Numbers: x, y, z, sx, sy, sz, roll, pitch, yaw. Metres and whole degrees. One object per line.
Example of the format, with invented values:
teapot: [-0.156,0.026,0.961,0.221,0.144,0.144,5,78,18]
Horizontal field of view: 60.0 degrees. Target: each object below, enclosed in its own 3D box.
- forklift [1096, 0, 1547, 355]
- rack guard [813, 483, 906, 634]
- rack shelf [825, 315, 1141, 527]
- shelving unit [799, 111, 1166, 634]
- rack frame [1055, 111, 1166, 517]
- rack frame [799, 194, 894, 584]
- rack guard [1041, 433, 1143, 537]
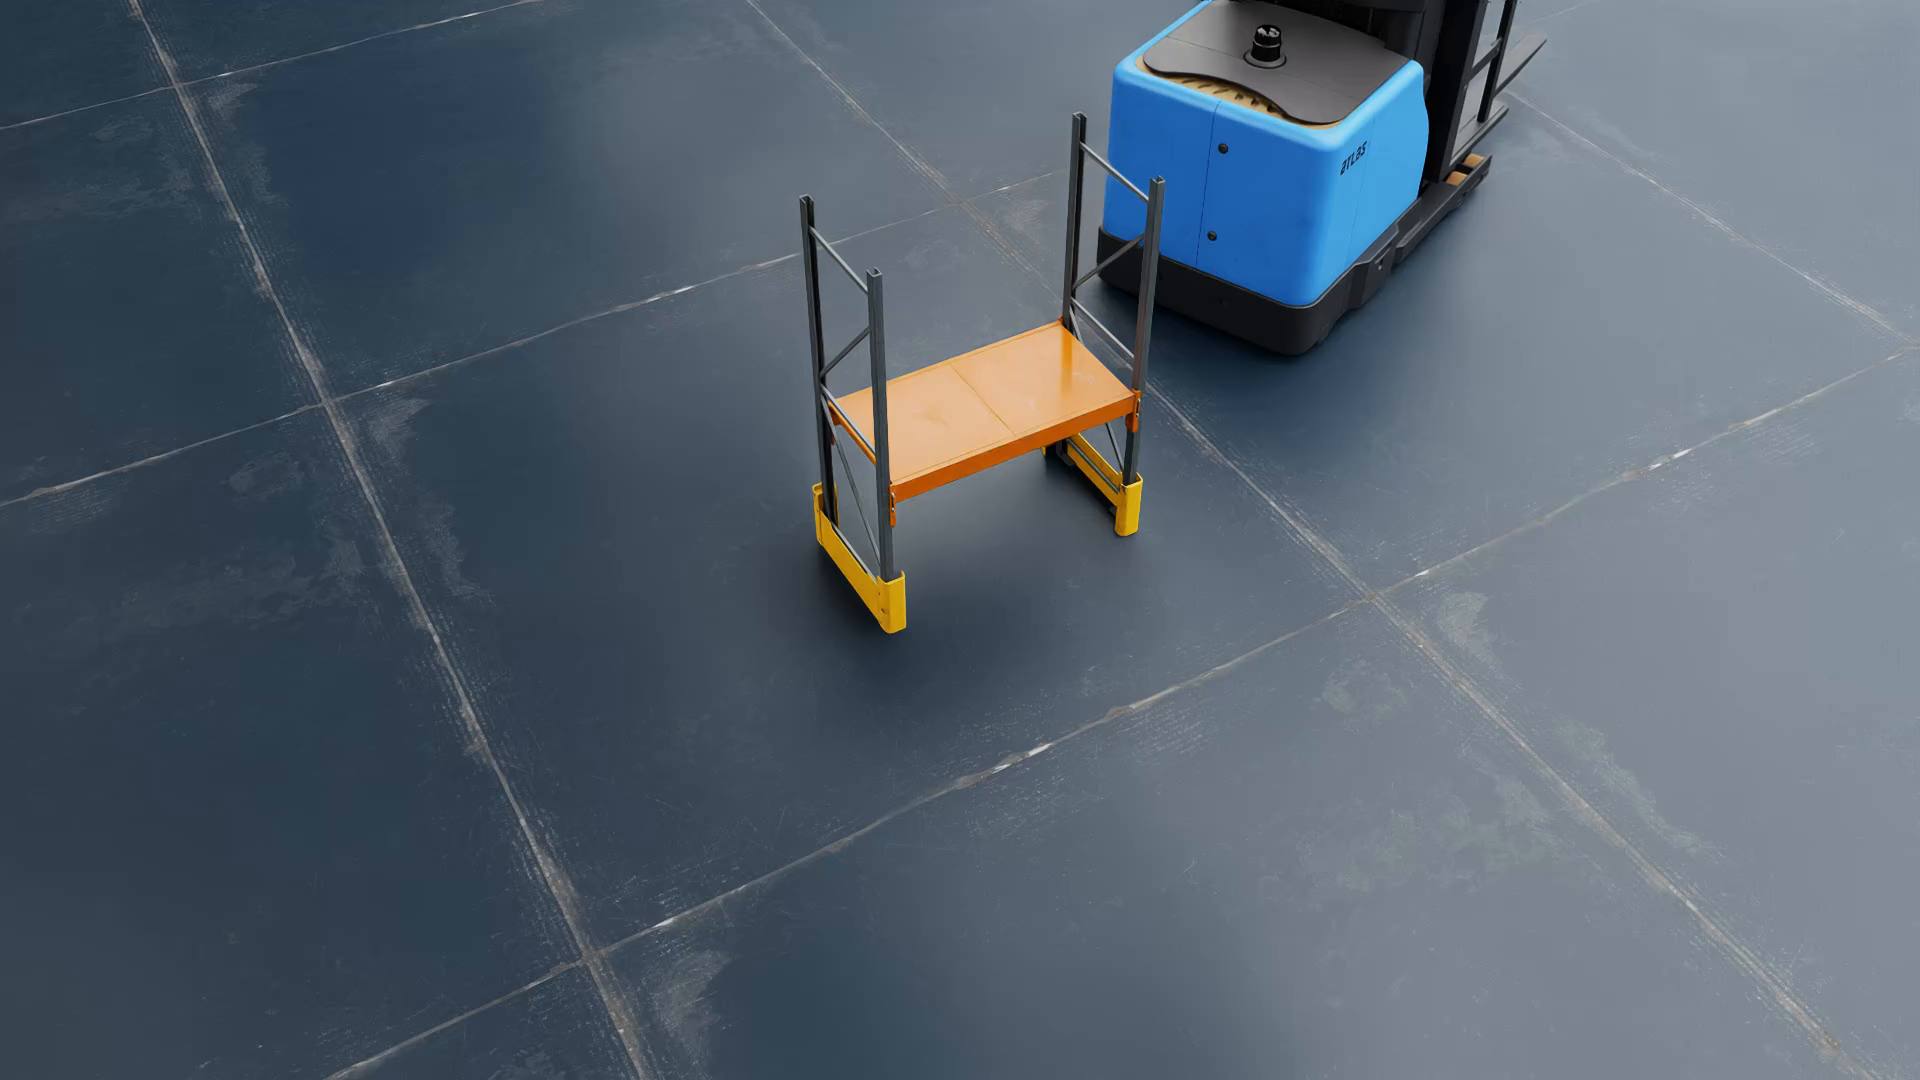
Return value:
forklift: [1.882,-2.809,7.039,1.130,2.935,3.031,27,50,25]
rack guard: [-0.366,0.057,6.012,0.087,0.250,0.587,-22,48,-21]
rack shelf: [0.074,-0.439,5.883,1.000,0.185,0.538,-22,48,-21]
shelving unit: [0.066,-0.565,5.755,1.083,1.500,0.587,-22,48,-21]
rack frame: [0.515,-0.744,5.940,0.032,1.500,0.500,-22,48,-21]
rack frame: [-0.367,-0.391,5.576,0.032,1.500,0.500,-22,48,-21]
rack guard: [0.498,-0.289,6.368,0.087,0.250,0.587,-22,48,-21]
